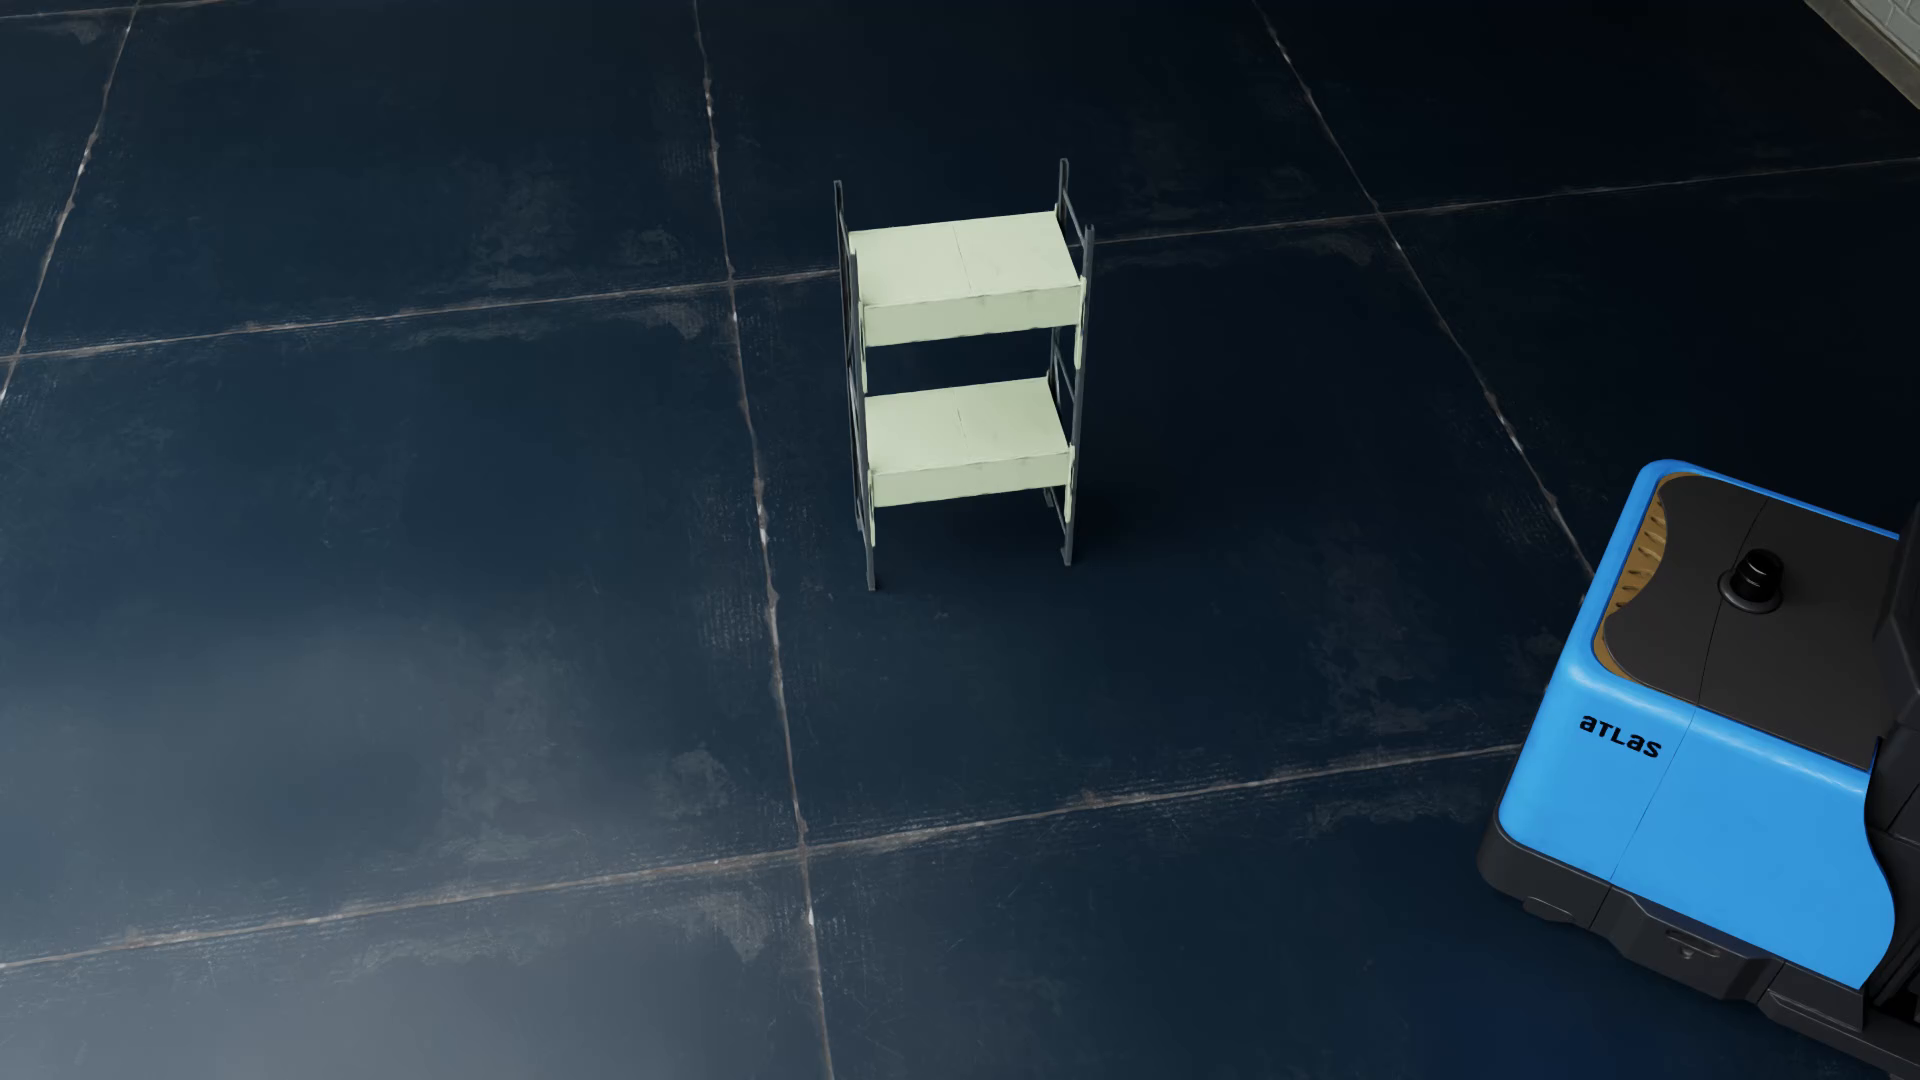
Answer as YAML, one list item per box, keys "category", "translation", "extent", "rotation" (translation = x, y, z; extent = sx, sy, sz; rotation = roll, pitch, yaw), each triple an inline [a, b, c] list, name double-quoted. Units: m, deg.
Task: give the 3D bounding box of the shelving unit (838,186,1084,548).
- category: "shelving unit"
  translation: [0.006, -0.522, 5.712]
  extent: [0.742, 1.308, 0.380]
  rotation: [-7, 46, -7]

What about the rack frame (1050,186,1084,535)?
- category: "rack frame"
  translation: [0.367, -0.567, 5.755]
  extent: [0.010, 1.308, 0.380]
  rotation: [-7, 46, -7]

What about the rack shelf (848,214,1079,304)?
- category: "rack shelf"
  translation: [0.007, -0.885, 5.334]
  extent: [0.686, 0.052, 0.368]
  rotation: [-7, 46, -7]

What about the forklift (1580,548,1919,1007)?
- category: "forklift"
  translation: [3.136, 0.300, 3.926]
  extent: [3.031, 2.935, 1.109]
  rotation: [23, 50, 20]

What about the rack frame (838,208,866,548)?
- category: "rack frame"
  translation: [-0.354, -0.477, 5.668]
  extent: [0.010, 1.308, 0.380]
  rotation: [-7, 46, -7]
